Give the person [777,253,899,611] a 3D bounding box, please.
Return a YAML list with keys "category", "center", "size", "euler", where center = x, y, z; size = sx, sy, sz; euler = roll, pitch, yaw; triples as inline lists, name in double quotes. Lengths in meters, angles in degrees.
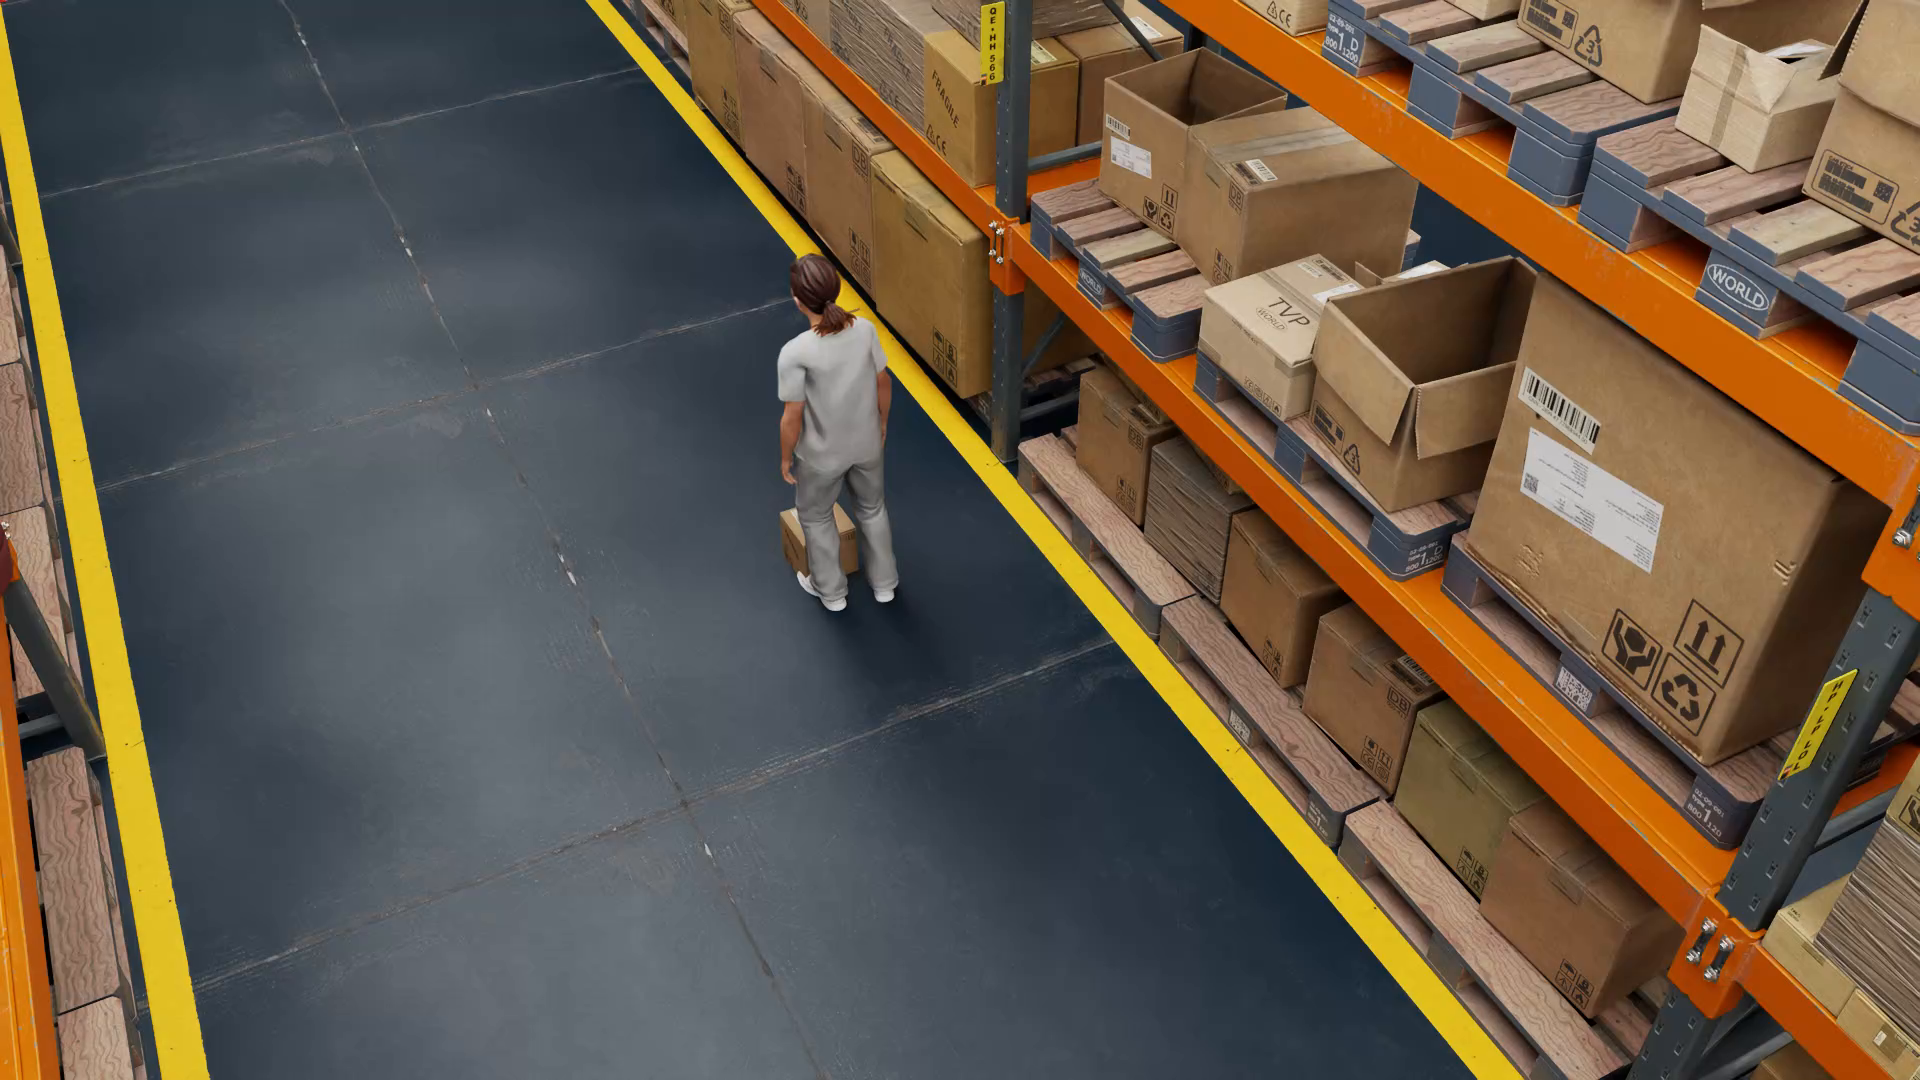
- category: "person"
  center: [-0.501, -0.397, 6.611]
  size: [0.505, 1.671, 0.416]
  euler: [-21, 46, -23]
